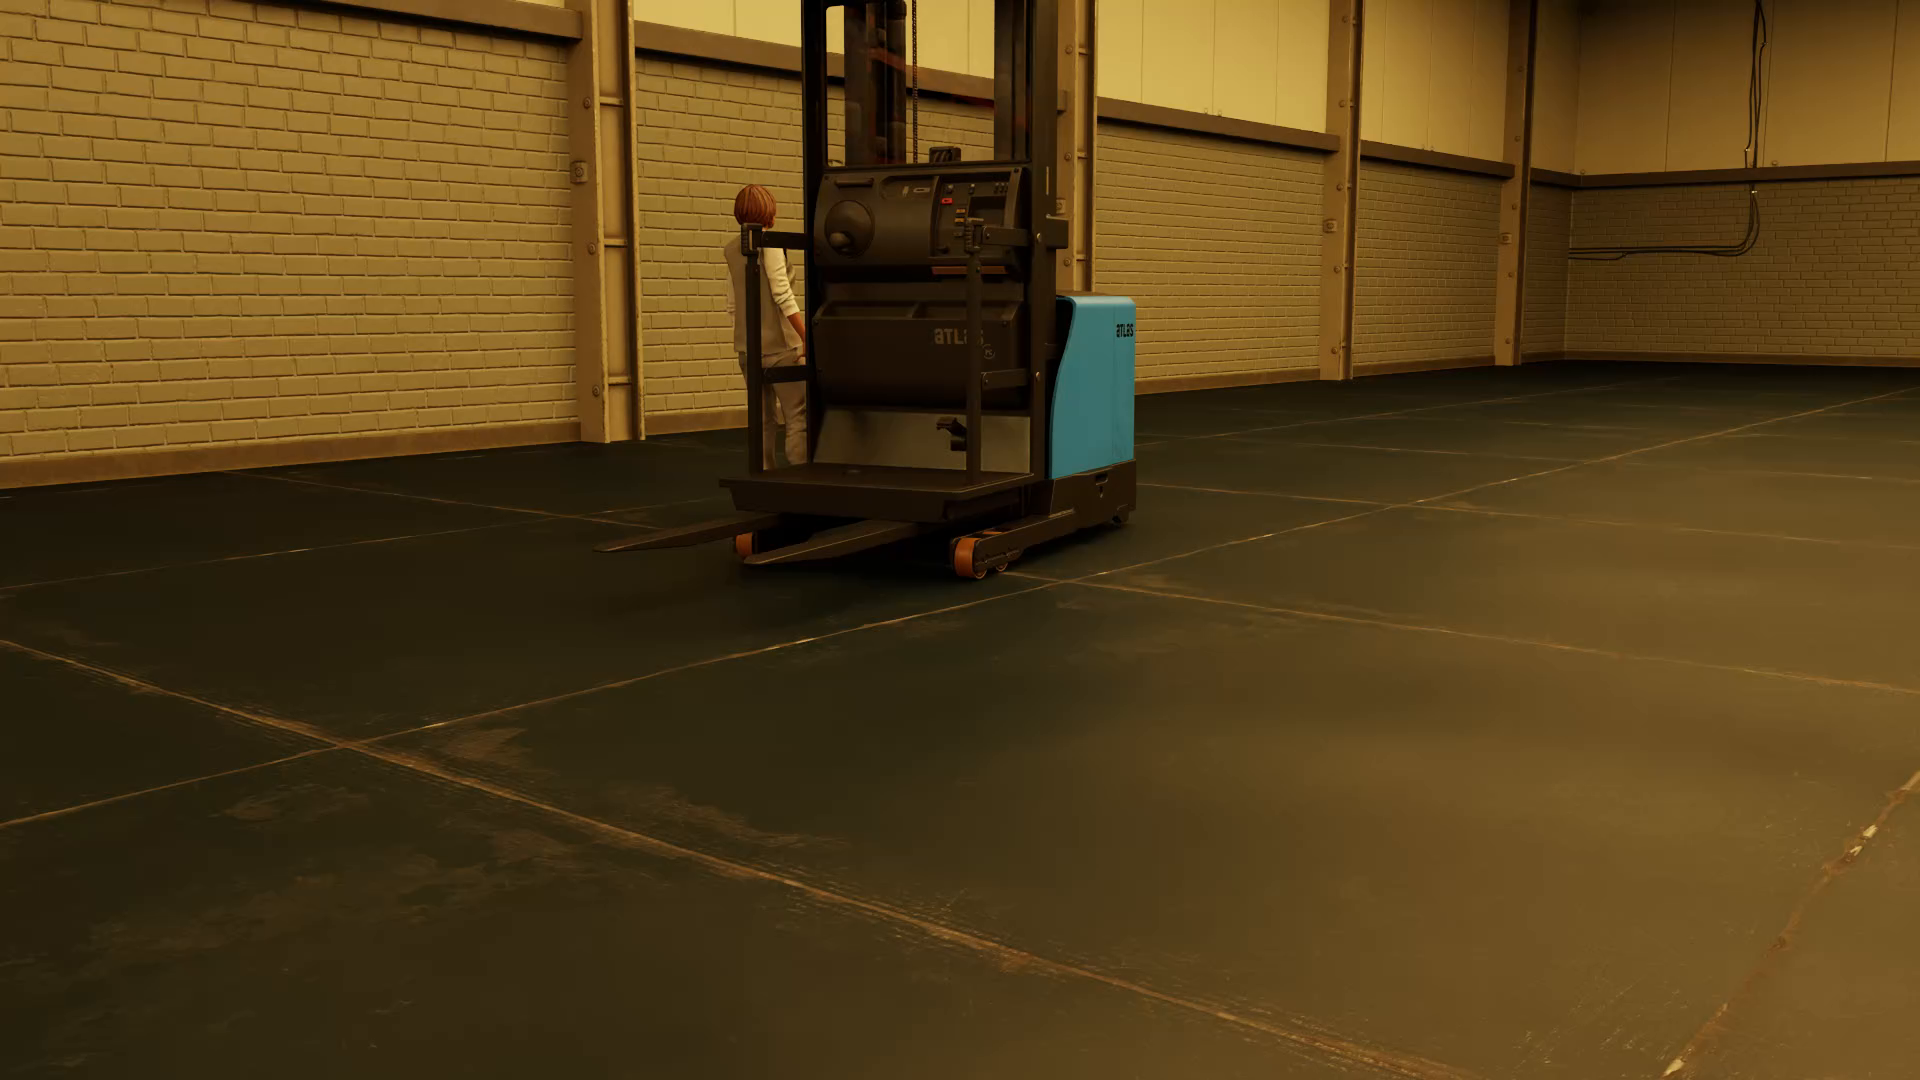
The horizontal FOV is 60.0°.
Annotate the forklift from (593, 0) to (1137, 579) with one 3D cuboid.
[{"bbox_3d":[-0.273,-1.371,6.652,1.130,2.935,3.031,4,9,26],"label":"forklift"}]

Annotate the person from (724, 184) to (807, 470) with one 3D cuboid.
[{"bbox_3d":[-0.865,-0.916,8.100,0.521,1.598,0.473,8,12,44],"label":"person"}]
